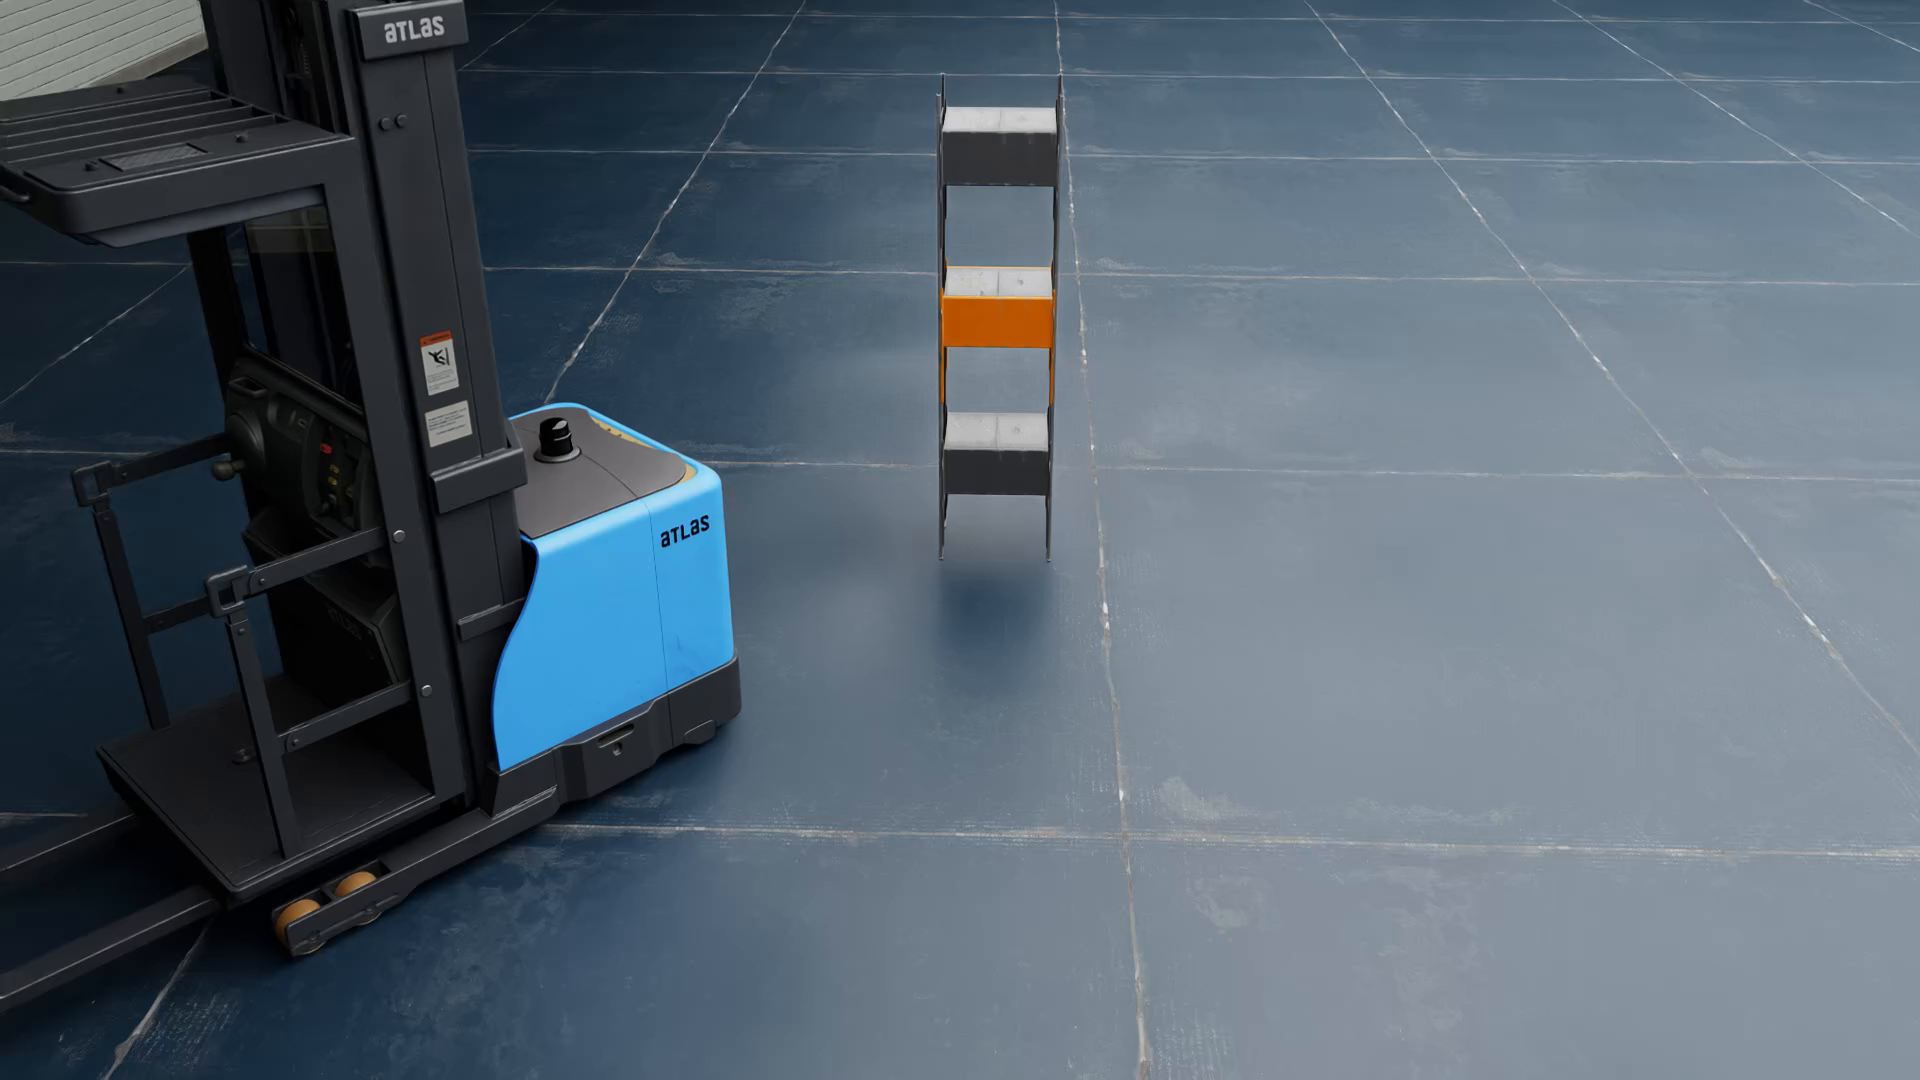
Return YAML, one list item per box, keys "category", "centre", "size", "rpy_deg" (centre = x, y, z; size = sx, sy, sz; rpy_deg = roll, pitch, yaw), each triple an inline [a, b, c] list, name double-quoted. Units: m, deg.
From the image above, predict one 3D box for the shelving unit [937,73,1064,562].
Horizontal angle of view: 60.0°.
- category: "shelving unit"
  centre: [0.165, -0.925, 7.253]
  size: [0.503, 2.100, 0.431]
  rpy_deg: [1, 28, 2]

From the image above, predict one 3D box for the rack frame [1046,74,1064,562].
- category: "rack frame"
  centre: [0.409, -0.921, 7.245]
  size: [0.015, 2.100, 0.400]
  rpy_deg: [1, 28, 2]

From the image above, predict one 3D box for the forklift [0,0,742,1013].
- category: "forklift"
  centre: [-2.233, -0.256, 5.104]
  size: [1.130, 2.935, 3.031]
  rpy_deg: [25, 37, 38]

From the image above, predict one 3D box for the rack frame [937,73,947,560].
- category: "rack frame"
  centre: [-0.078, -0.929, 7.261]
  size: [0.015, 2.100, 0.400]
  rpy_deg: [1, 28, 2]

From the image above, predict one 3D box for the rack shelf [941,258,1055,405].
- category: "rack shelf"
  centre: [0.165, -0.913, 7.259]
  size: [0.480, 0.518, 0.431]
  rpy_deg: [1, 28, 2]

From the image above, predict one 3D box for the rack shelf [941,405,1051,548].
- category: "rack shelf"
  centre: [0.165, -0.294, 7.587]
  size: [0.480, 0.518, 0.431]
  rpy_deg: [1, 28, 2]

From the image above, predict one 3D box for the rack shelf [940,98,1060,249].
- category: "rack shelf"
  centre: [0.165, -1.531, 6.932]
  size: [0.480, 0.518, 0.431]
  rpy_deg: [1, 28, 2]
